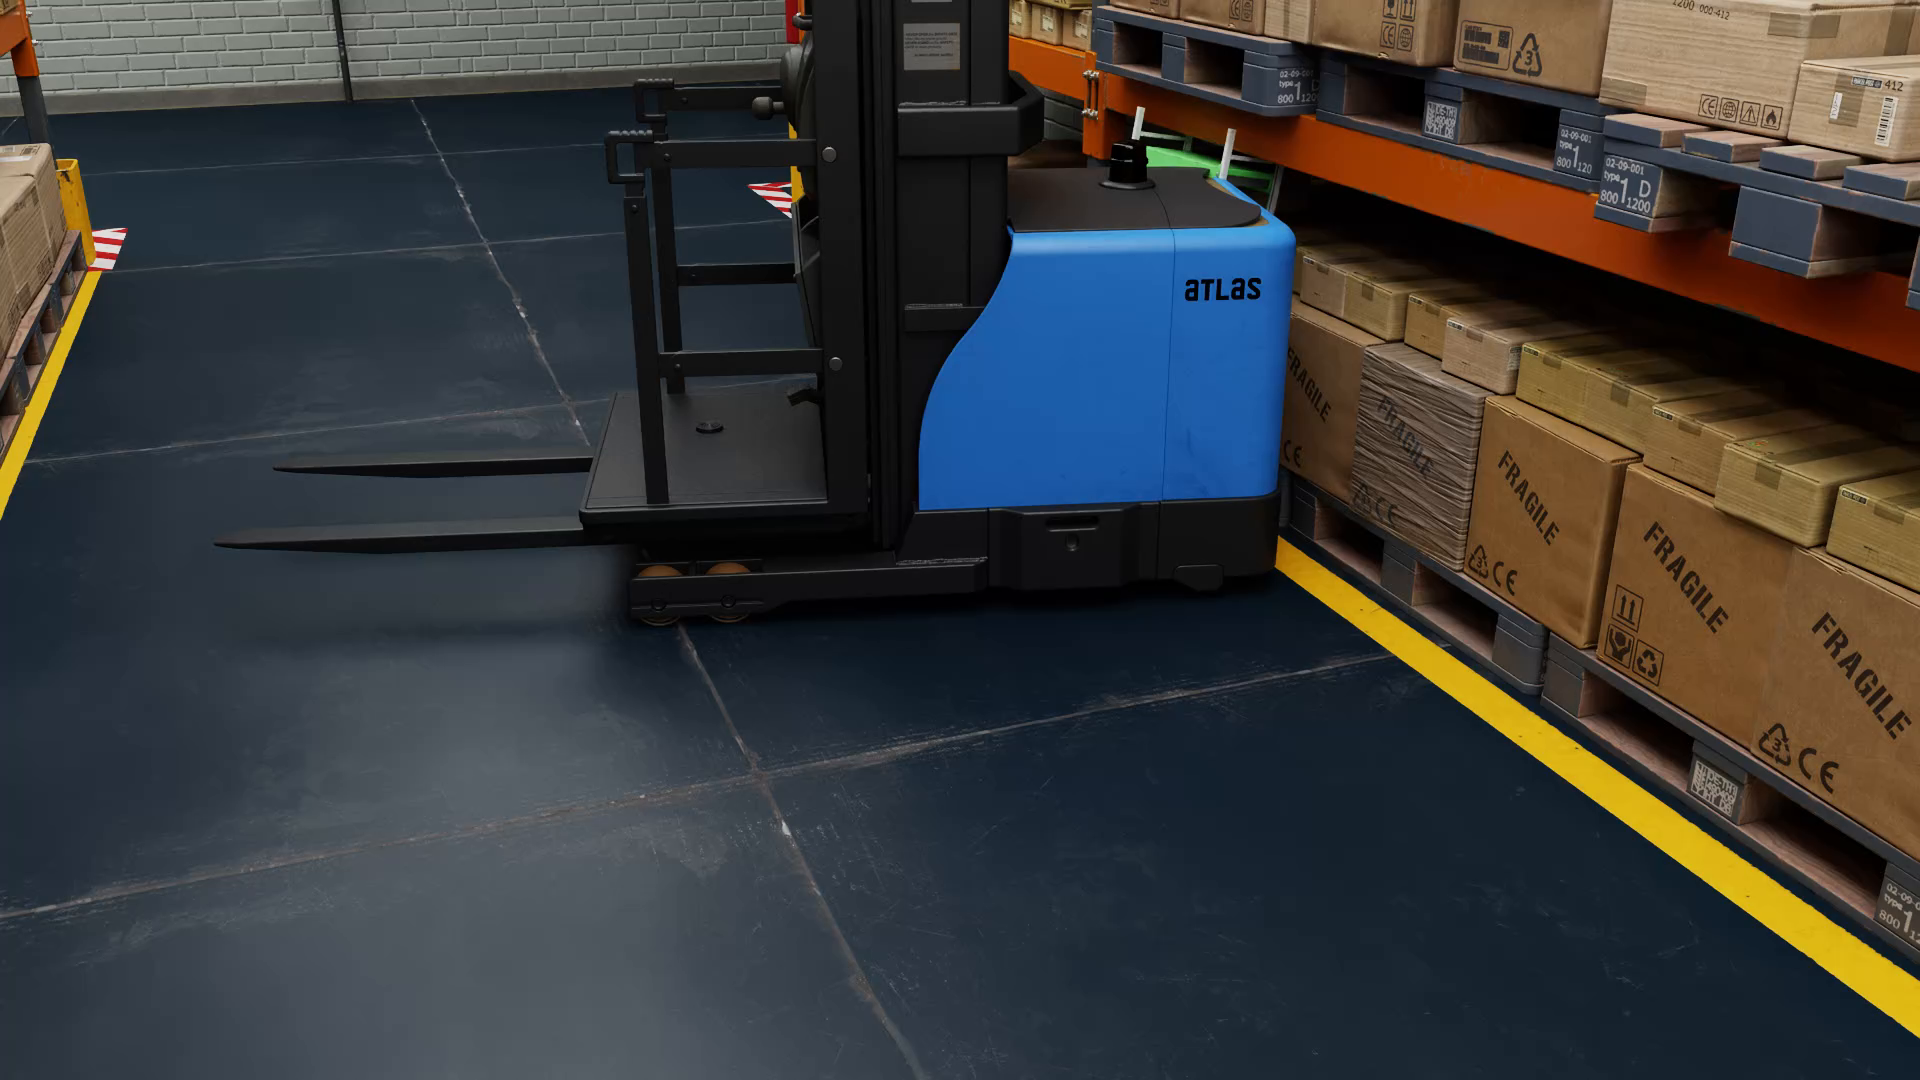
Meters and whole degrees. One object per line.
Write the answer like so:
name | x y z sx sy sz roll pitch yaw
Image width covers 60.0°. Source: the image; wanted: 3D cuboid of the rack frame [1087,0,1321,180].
rack frame | 0.965 -1.995 6.122 1.000 3.000 0.127 -8 24 -19

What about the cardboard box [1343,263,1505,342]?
cardboard box | 1.363 -0.703 4.899 0.380 0.149 0.250 -7 24 -17

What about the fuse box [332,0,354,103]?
fuse box | -5.087 -4.454 13.613 0.539 1.711 0.414 -8 24 -19

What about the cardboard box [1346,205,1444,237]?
cardboard box | 1.557 -1.060 5.745 0.380 0.149 0.250 -8 24 -18

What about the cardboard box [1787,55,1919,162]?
cardboard box | 1.787 -0.806 3.083 0.380 0.149 0.250 -8 24 -18

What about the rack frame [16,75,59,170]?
rack frame | -5.090 -2.766 7.952 1.000 3.000 0.127 -8 24 -19

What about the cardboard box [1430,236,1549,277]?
cardboard box | 1.719 -0.863 5.278 0.380 0.149 0.250 -8 24 -18

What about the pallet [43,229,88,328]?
pallet | -4.735 -1.202 7.829 1.003 0.211 1.213 -8 24 -19

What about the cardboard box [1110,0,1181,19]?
cardboard box | 0.927 -2.029 5.532 0.700 0.500 0.500 -8 24 -18

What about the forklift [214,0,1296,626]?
forklift | -0.619 -1.325 4.620 3.031 2.935 1.130 -2 23 -6

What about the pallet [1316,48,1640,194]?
pallet | 1.687 -1.160 4.386 1.003 0.211 1.213 -8 24 -19

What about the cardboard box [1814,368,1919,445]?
cardboard box | 2.254 -0.294 3.929 0.380 0.149 0.250 -8 24 -18

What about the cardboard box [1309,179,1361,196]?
cardboard box | 1.365 -1.242 6.177 0.380 0.149 0.250 -9 25 -21

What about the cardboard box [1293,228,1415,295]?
cardboard box | 1.224 -0.890 5.341 0.380 0.149 0.250 -9 24 -20

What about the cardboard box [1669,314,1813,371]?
cardboard box | 2.107 -0.494 4.403 0.380 0.149 0.250 -9 24 -20

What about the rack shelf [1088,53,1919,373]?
rack shelf | 1.672 -0.937 4.538 1.077 0.370 4.000 -8 24 -19

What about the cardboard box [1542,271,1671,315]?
cardboard box | 1.923 -0.681 4.847 0.380 0.149 0.250 -9 25 -21

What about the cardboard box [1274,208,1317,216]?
cardboard box | 1.013 -1.079 5.791 0.380 0.149 0.250 -9 24 -20

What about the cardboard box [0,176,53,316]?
cardboard box | -4.432 -1.222 7.045 0.875 0.438 0.875 -8 24 -18

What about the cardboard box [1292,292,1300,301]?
cardboard box | 1.123 -0.638 5.580 0.500 0.500 0.500 -9 24 -20

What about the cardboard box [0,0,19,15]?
cardboard box | -4.672 -2.674 7.603 0.500 0.500 0.500 -8 24 -19

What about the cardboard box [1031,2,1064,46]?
cardboard box | 0.504 -2.053 6.581 0.380 0.149 0.250 -8 24 -18

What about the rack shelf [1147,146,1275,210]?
rack shelf | 0.782 -1.174 5.406 0.258 0.148 0.480 -2 21 -31

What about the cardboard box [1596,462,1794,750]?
cardboard box | 1.861 0.109 3.807 0.500 0.500 0.500 -9 24 -20

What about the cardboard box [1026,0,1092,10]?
cardboard box | 0.557 -2.215 6.453 0.500 0.250 0.500 -8 24 -18

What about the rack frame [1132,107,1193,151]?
rack frame | 0.599 -0.868 5.730 0.240 1.200 0.015 -2 21 -31

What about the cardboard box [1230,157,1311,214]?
cardboard box | 0.980 -1.218 5.738 0.380 0.149 0.250 -10 25 -22

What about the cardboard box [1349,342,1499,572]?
cardboard box | 1.472 -0.267 4.699 0.500 0.500 0.500 -9 25 -21

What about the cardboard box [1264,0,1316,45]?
cardboard box | 1.097 -1.570 4.744 0.396 0.266 0.258 -7 24 -16

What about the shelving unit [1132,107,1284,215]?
shelving unit | 0.717 -0.784 5.534 0.258 1.200 0.503 -2 21 -31

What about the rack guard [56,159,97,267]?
rack guard | -5.099 -1.623 8.458 1.175 0.500 0.348 -8 24 -19

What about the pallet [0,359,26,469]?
pallet | -3.873 -0.315 5.726 1.003 0.211 1.213 -8 24 -19

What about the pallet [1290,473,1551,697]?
pallet | 1.723 0.024 4.922 1.003 0.211 1.213 -8 24 -19

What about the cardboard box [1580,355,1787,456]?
cardboard box | 1.739 -0.326 4.004 0.380 0.149 0.250 -8 24 -17

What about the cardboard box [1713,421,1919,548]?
cardboard box | 1.841 -0.122 3.521 0.380 0.149 0.250 -10 25 -22

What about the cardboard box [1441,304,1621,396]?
cardboard box | 1.525 -0.513 4.448 0.380 0.149 0.250 -10 25 -22

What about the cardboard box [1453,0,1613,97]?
cardboard box | 1.629 -1.351 3.919 0.797 0.503 0.637 -9 24 -20
